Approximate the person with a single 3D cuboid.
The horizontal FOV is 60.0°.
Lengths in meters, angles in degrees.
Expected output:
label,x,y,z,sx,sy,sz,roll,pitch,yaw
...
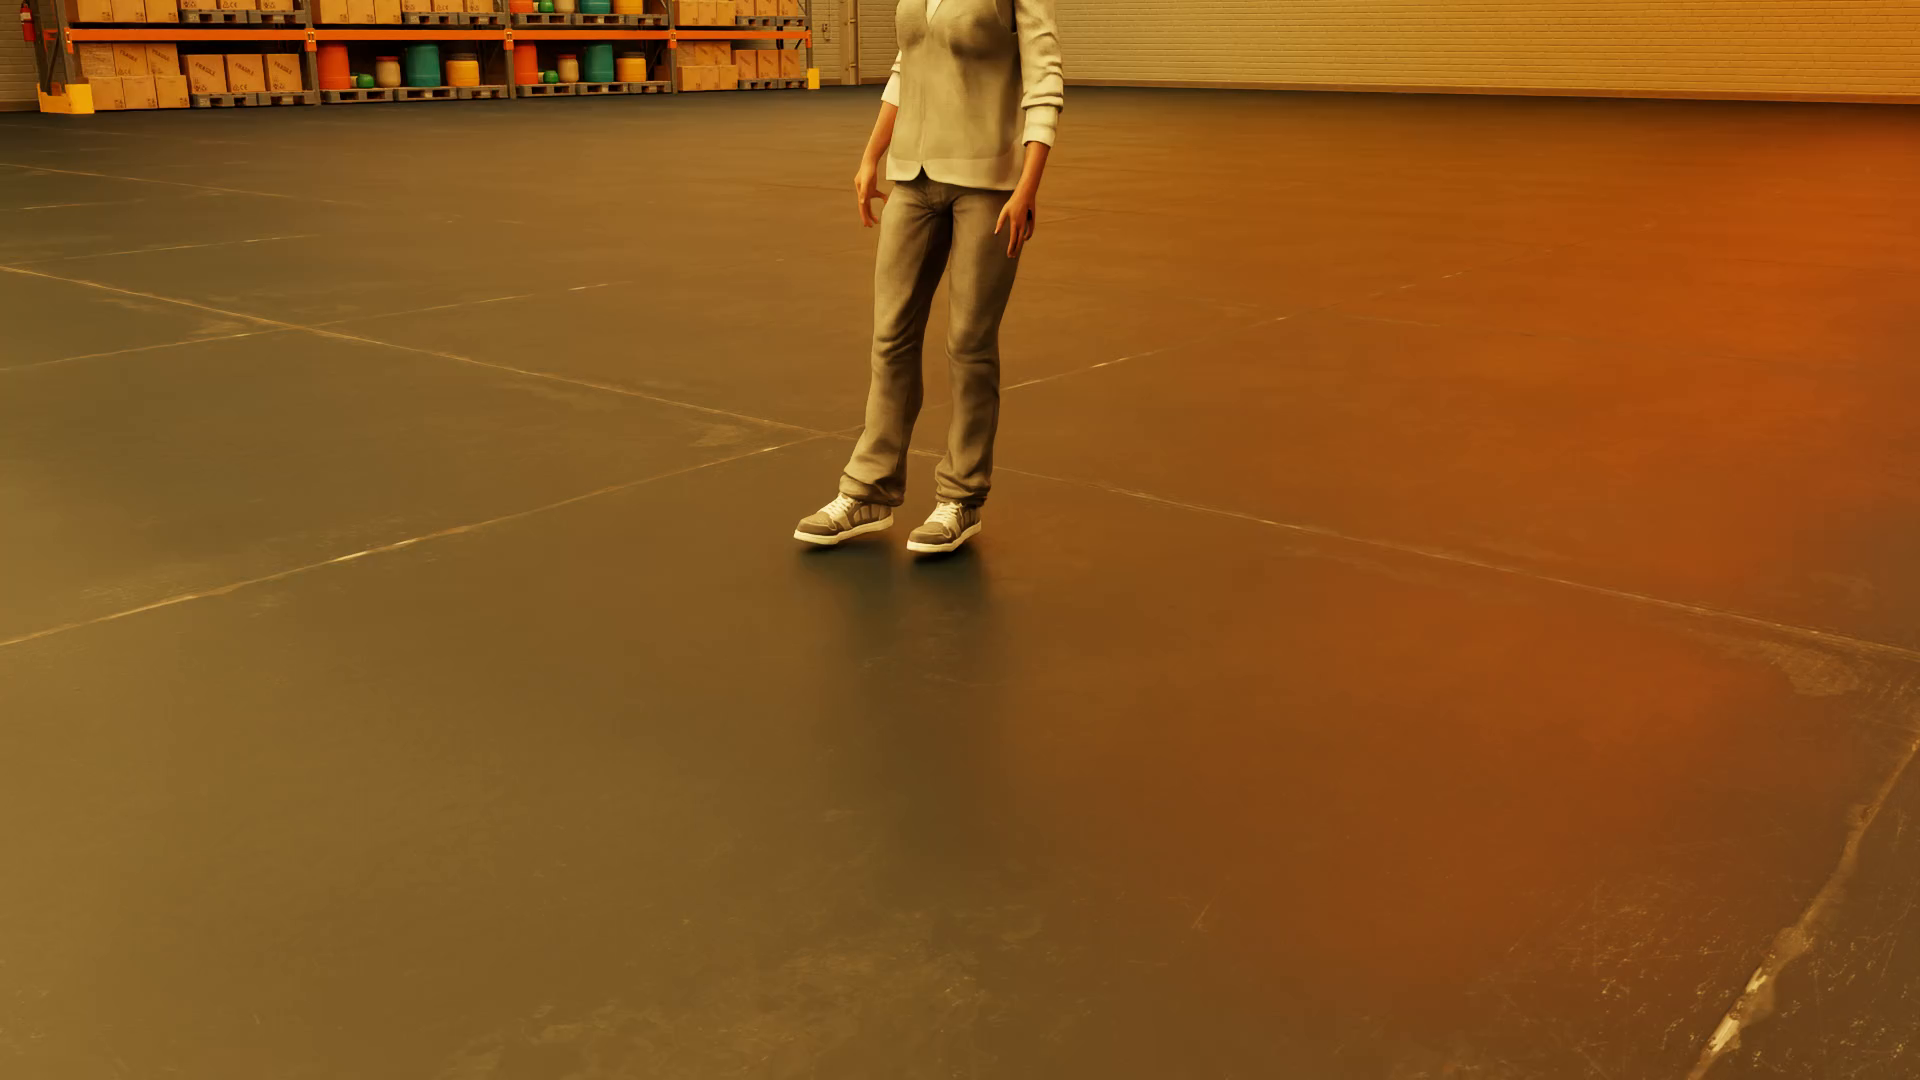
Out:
label,x,y,z,sx,sy,sz,roll,pitch,yaw
person,-0.058,-0.757,3.662,0.520,1.597,0.475,13,21,37
